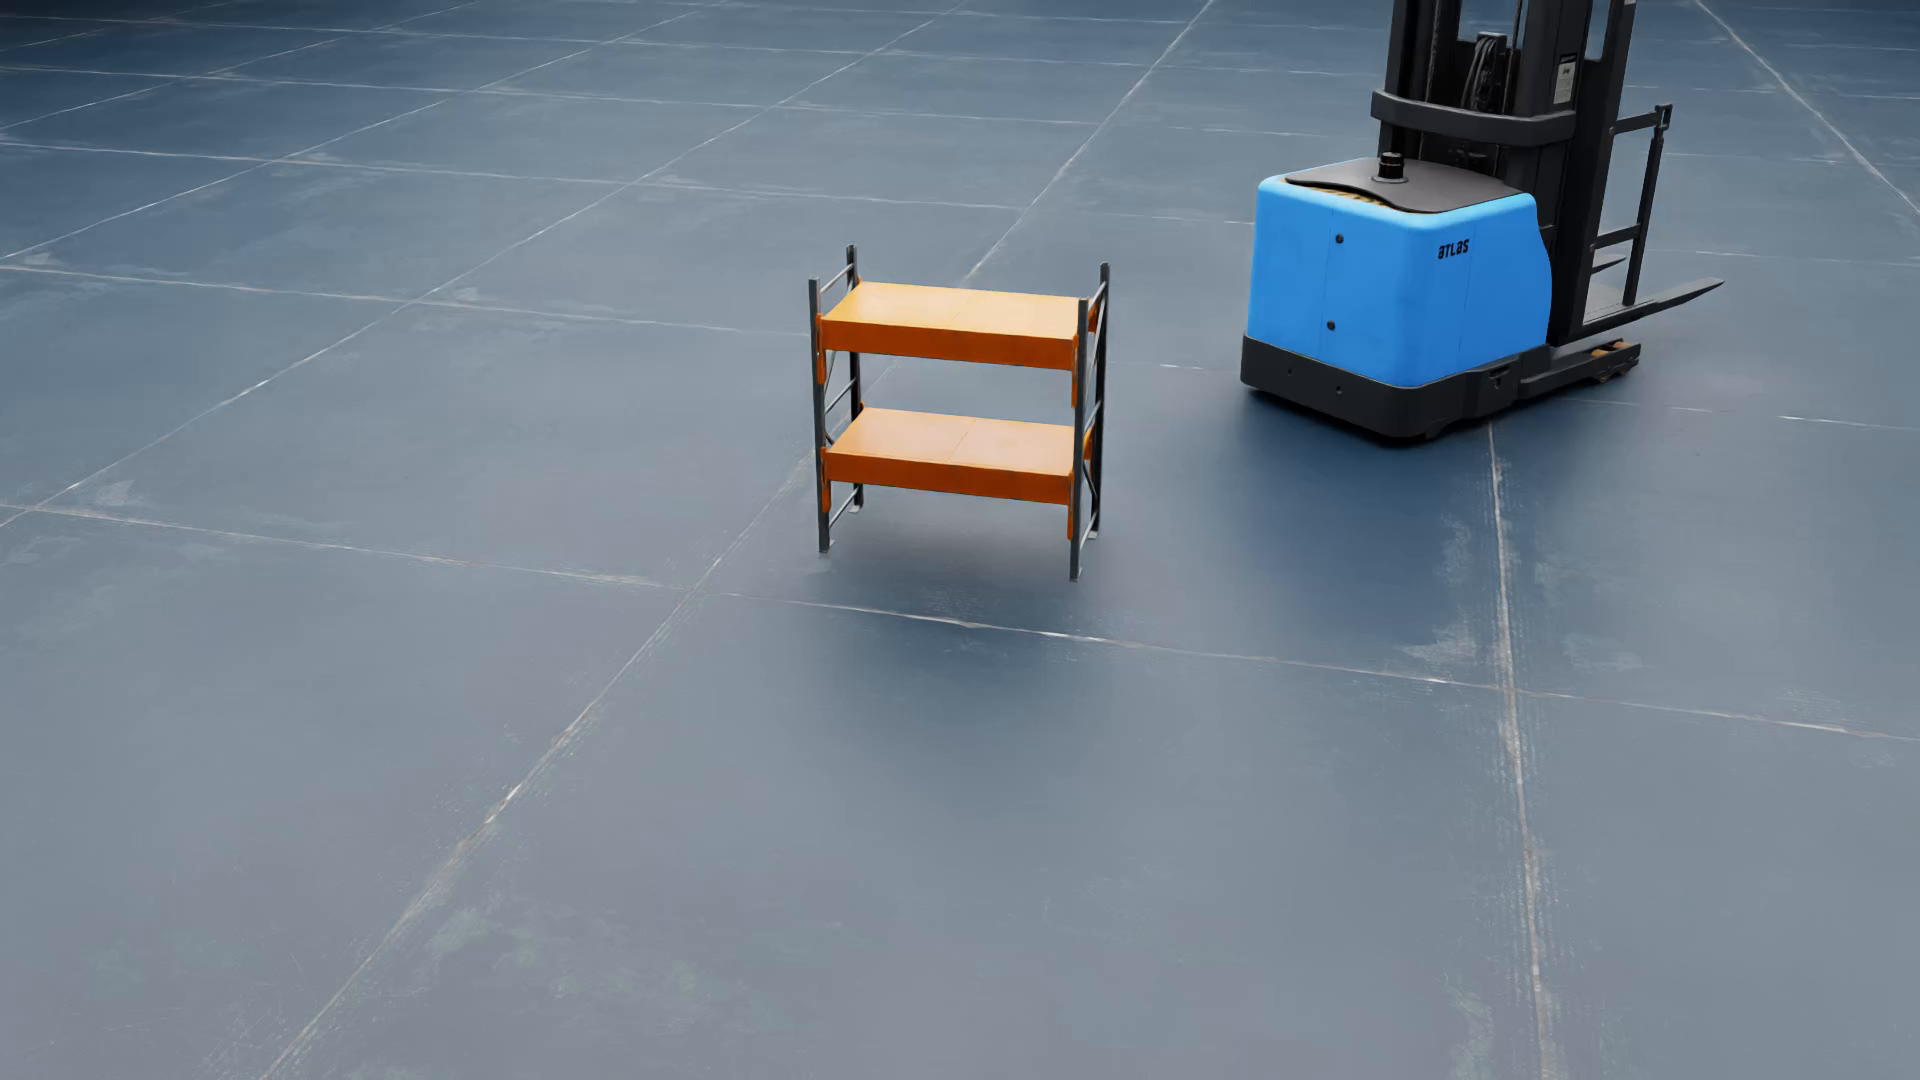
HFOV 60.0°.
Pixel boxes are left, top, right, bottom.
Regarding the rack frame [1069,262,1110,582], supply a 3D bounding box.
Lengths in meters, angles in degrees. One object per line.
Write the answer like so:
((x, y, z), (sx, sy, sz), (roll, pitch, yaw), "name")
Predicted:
((0.499, -0.453, 6.392), (0.032, 1.125, 0.500), (6, 26, 13), "rack frame")

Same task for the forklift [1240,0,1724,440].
((2.864, -2.282, 8.134), (3.031, 2.935, 1.130), (-19, 31, -34), "forklift")

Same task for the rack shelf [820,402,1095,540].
((0.007, -0.286, 6.612), (1.000, 0.278, 0.538), (6, 26, 13), "rack shelf")

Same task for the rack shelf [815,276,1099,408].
((0.007, -0.771, 6.381), (1.000, 0.278, 0.538), (6, 26, 13), "rack shelf")

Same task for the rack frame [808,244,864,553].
((-0.486, -0.562, 6.621), (0.032, 1.125, 0.500), (6, 26, 13), "rack frame")

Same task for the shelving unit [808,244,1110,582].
((0.007, -0.507, 6.507), (1.048, 1.125, 0.538), (6, 26, 13), "shelving unit")
